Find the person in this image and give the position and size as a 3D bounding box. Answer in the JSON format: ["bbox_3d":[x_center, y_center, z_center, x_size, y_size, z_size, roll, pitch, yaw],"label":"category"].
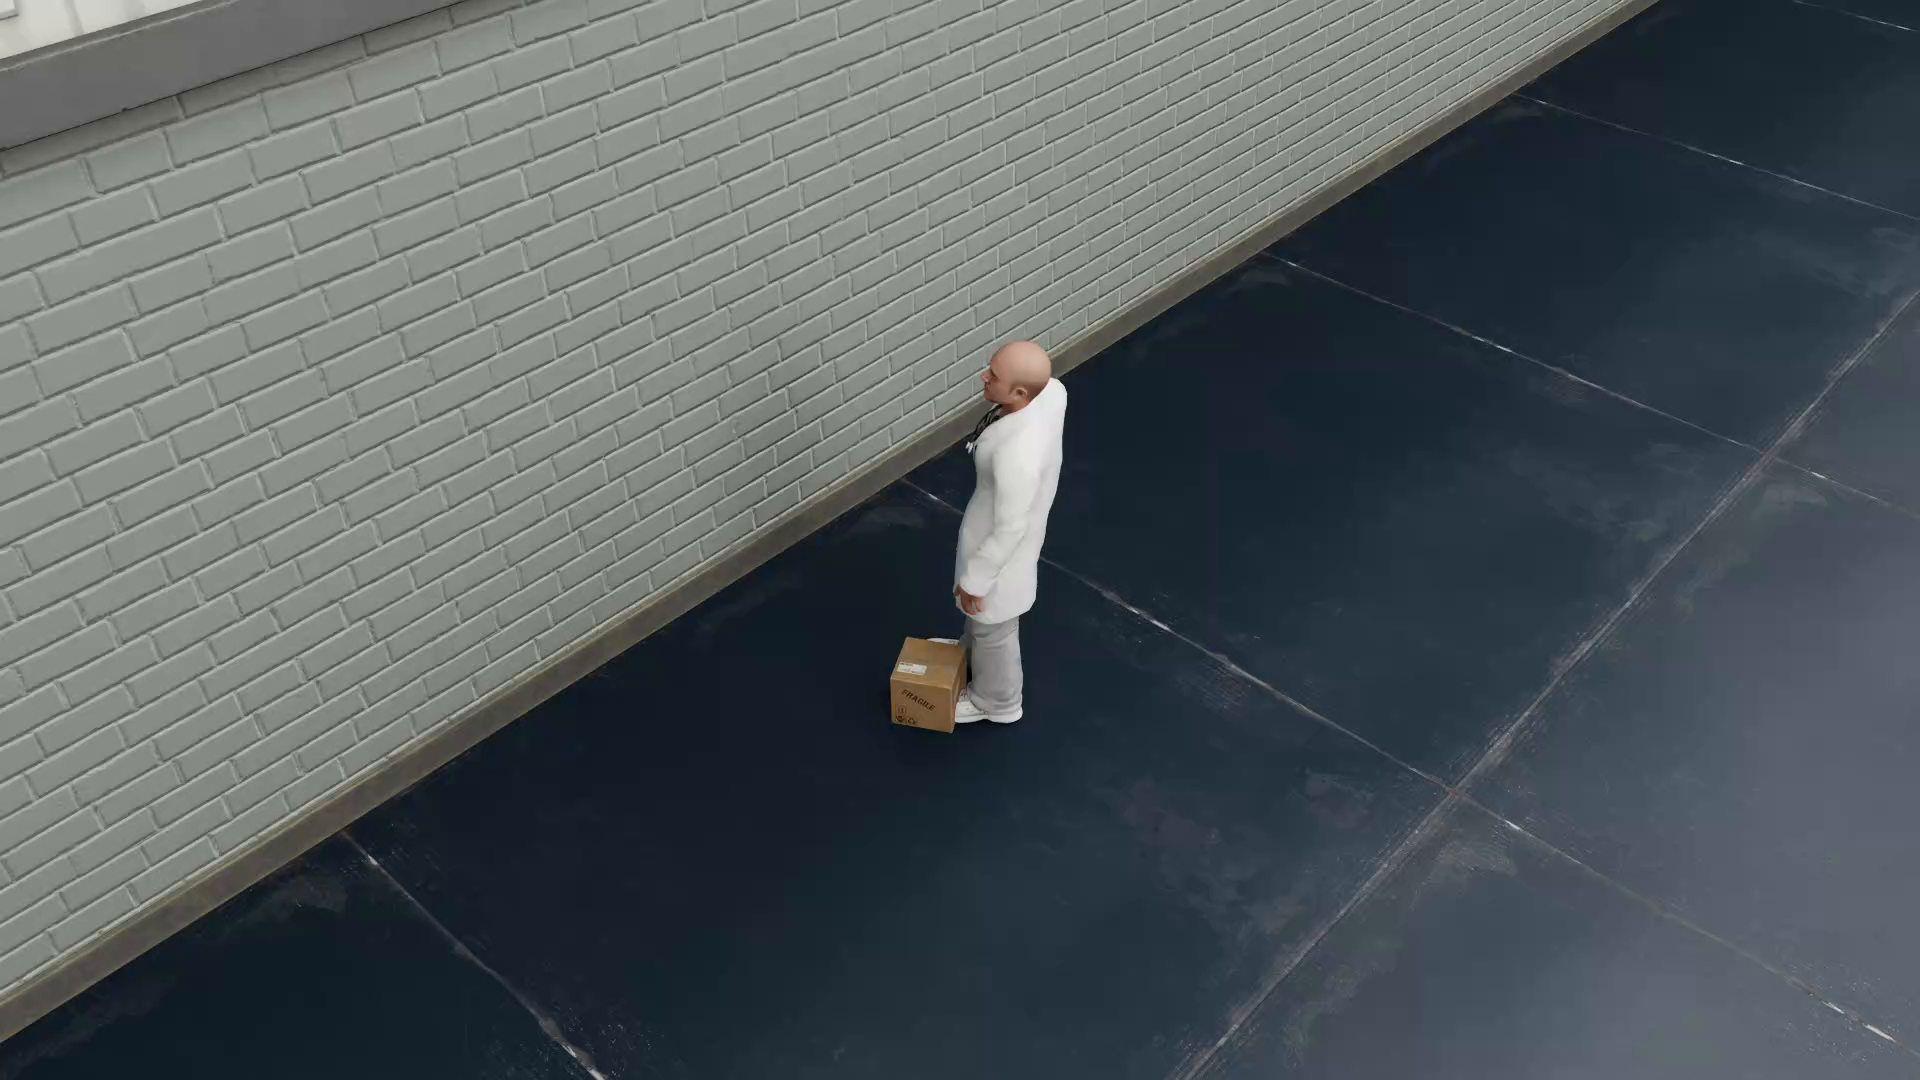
[{"bbox_3d":[0.063,-0.012,6.167,0.581,1.776,0.696,9,40,11],"label":"person"}]
